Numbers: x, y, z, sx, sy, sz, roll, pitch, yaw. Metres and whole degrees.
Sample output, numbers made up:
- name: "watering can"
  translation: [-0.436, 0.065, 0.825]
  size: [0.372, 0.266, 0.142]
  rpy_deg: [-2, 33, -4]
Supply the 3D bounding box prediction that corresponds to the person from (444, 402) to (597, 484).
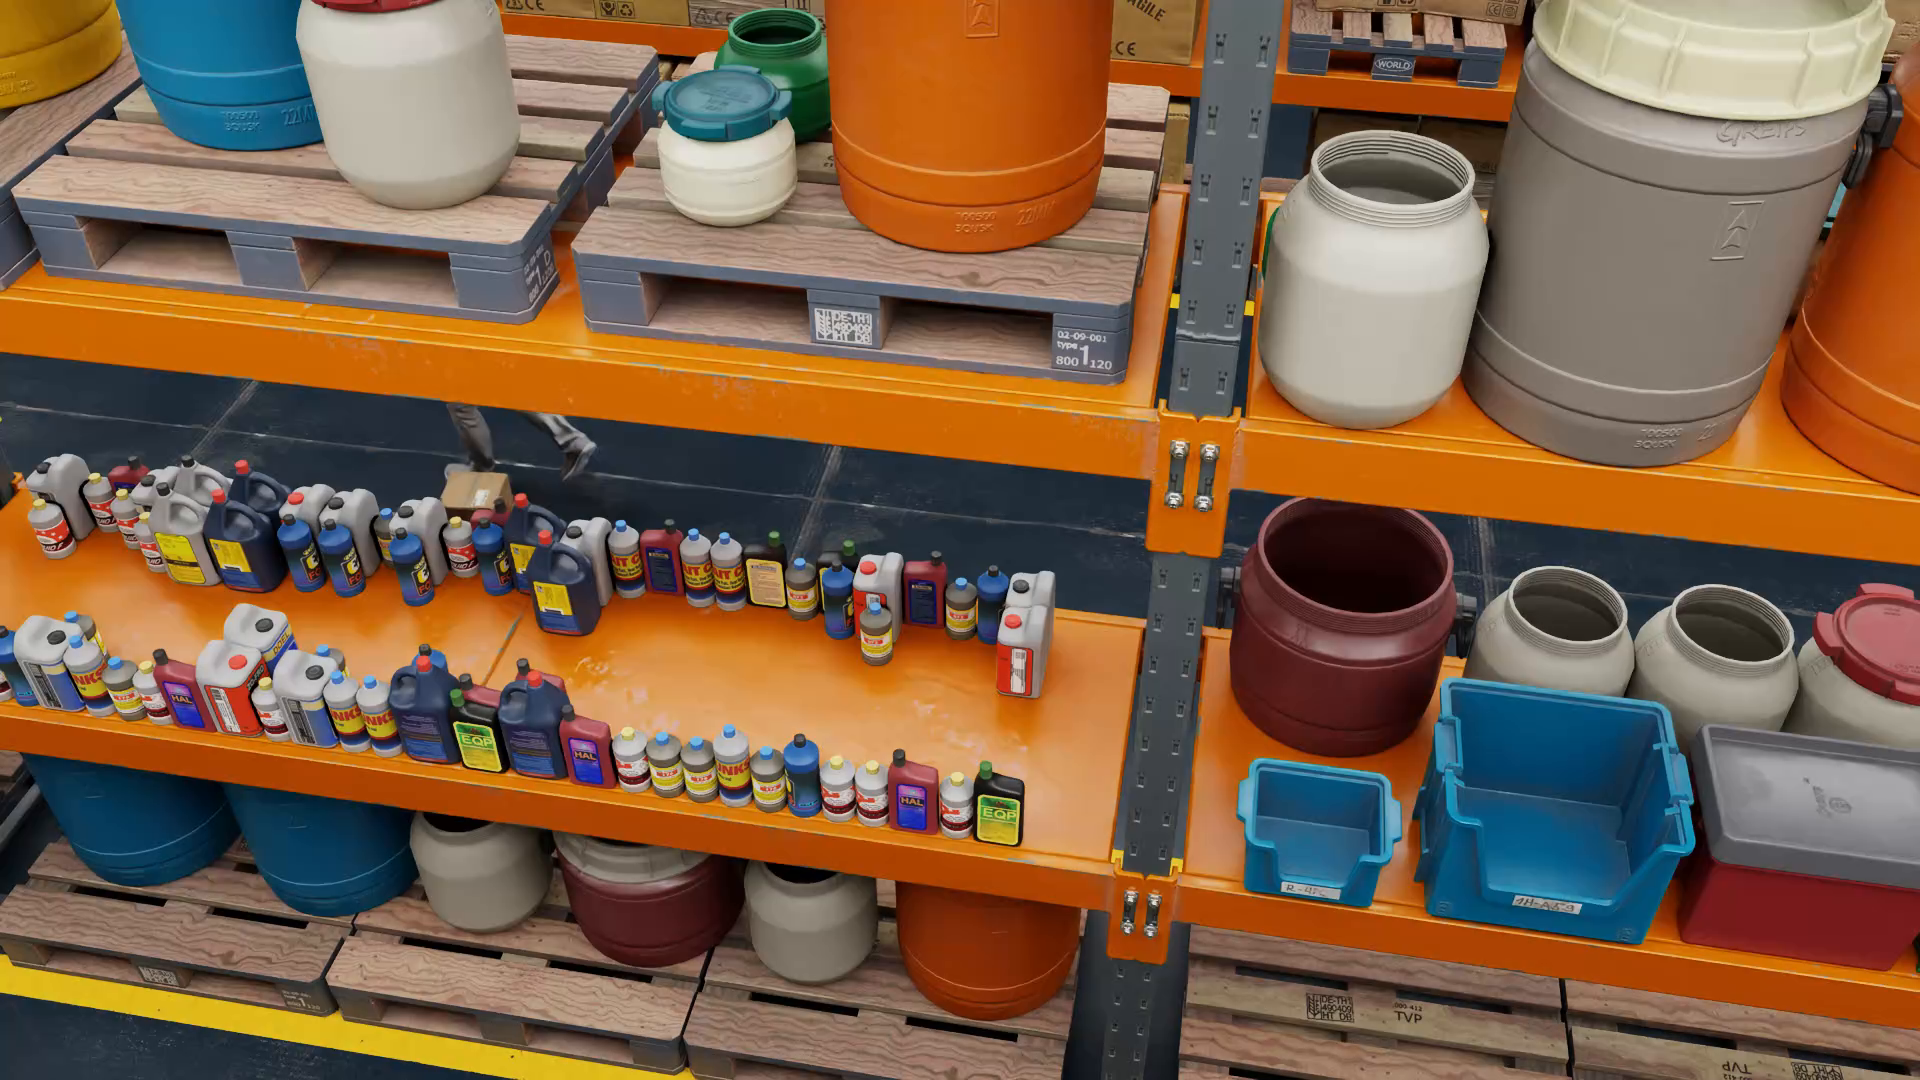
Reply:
- name: "person"
  translation: [-2.011, -0.880, 7.131]
  size: [0.746, 1.656, 0.501]
  rpy_deg: [16, 43, 18]
